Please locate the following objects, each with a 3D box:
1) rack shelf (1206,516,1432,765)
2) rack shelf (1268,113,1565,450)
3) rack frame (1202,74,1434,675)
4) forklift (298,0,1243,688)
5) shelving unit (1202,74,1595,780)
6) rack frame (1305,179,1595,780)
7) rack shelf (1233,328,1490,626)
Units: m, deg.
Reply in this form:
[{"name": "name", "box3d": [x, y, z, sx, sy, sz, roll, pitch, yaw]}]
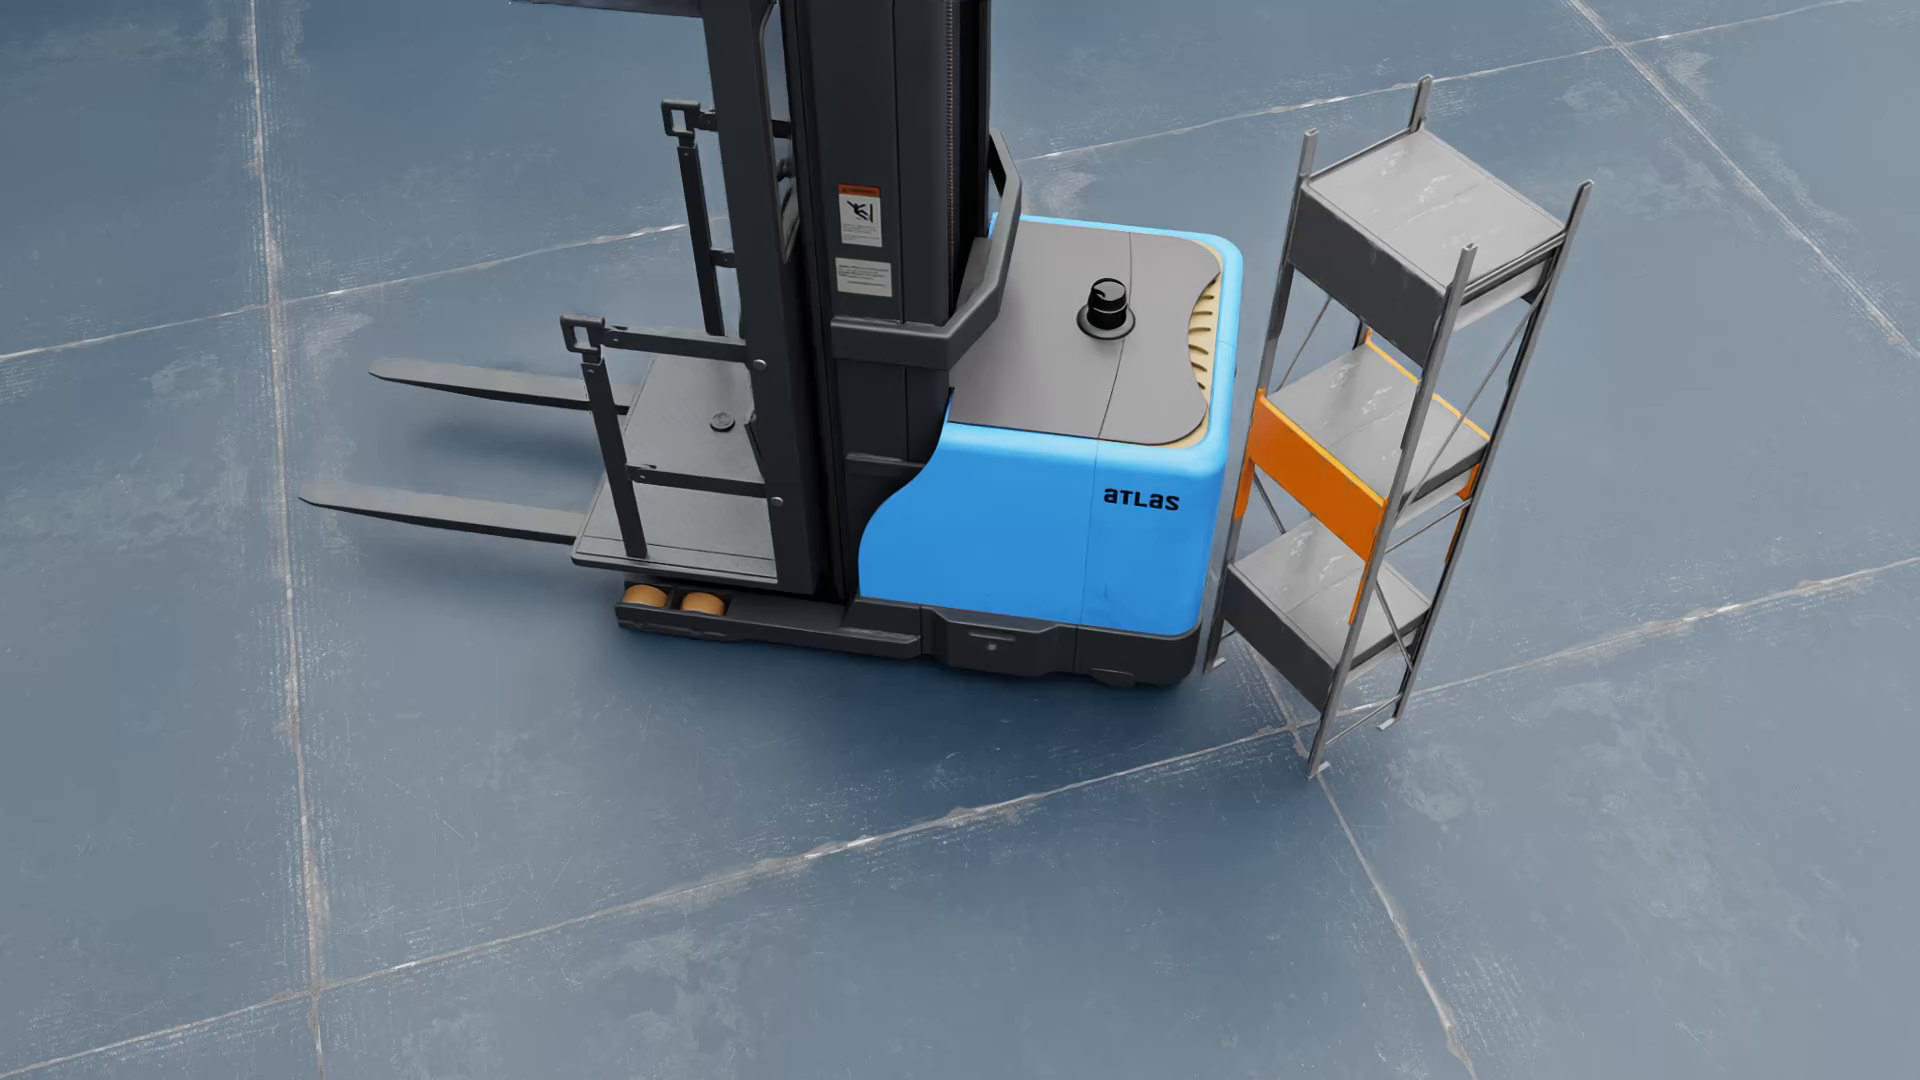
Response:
[{"name": "rack shelf", "box3d": [1.092, 0.279, 5.075, 0.431, 0.518, 0.480, -28, 55, -22]}, {"name": "rack shelf", "box3d": [1.092, -0.623, 4.004, 0.431, 0.518, 0.480, -28, 55, -22]}, {"name": "rack frame", "box3d": [0.951, -0.333, 4.657, 0.400, 2.100, 0.015, -28, 55, -22]}, {"name": "forklift", "box3d": [-0.677, -1.010, 4.684, 3.031, 2.935, 1.130, 7, 50, 6]}, {"name": "shelving unit", "box3d": [1.092, -0.181, 4.529, 0.431, 2.100, 0.503, -28, 55, -22]}, {"name": "rack frame", "box3d": [1.233, -0.028, 4.401, 0.400, 2.100, 0.015, -28, 55, -22]}, {"name": "rack shelf", "box3d": [1.092, -0.172, 4.539, 0.431, 0.518, 0.480, -28, 55, -22]}]
